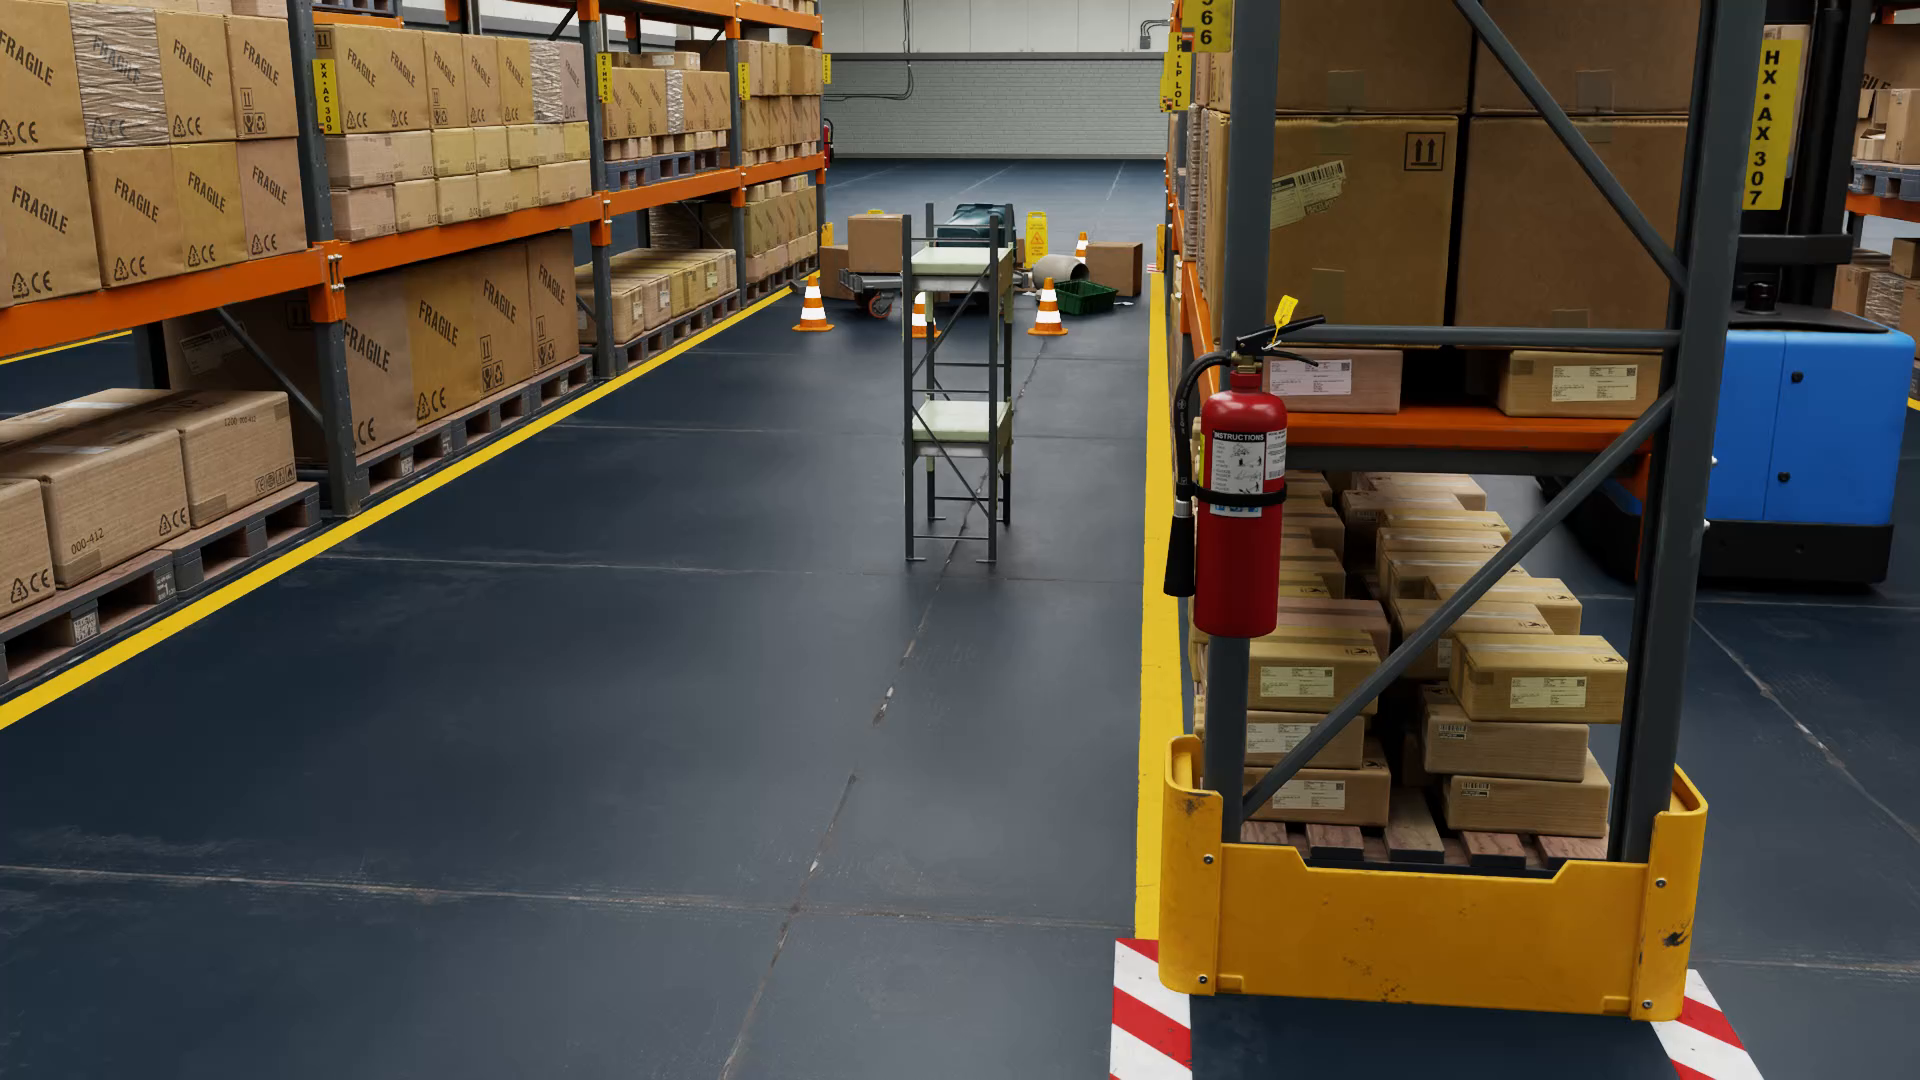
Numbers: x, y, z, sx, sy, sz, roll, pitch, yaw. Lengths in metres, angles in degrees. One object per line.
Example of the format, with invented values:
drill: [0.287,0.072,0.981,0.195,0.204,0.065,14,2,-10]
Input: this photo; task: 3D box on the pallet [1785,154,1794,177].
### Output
pallet: [7.090,-3.070,13.636,1.003,0.211,1.213,2,15,6]

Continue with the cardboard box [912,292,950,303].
cardboard box: [-0.301,-2.477,16.313,0.258,0.266,0.396,-10,18,-32]

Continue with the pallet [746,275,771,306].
pallet: [-2.485,-2.478,16.420,1.003,0.211,1.213,2,15,6]

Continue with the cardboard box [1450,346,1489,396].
cardboard box: [1.400,-0.437,4.012,0.380,0.149,0.250,2,15,8]

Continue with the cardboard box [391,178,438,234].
cardboard box: [-3.060,-1.742,8.644,0.500,0.250,0.500,1,15,5]

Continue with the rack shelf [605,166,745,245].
rack shelf: [-2.752,-2.782,13.584,1.077,0.370,4.000,2,15,6]

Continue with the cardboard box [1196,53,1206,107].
cardboard box: [1.018,-1.621,5.233,0.500,0.500,0.500,1,15,4]

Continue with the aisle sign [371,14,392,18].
aisle sign: [-6.708,-6.094,19.473,0.394,0.787,0.004,2,15,6]

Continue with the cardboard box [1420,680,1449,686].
cardboard box: [1.451,0.416,4.465,0.380,0.149,0.250,2,15,6]

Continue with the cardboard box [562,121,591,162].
cardboard box: [-2.779,-2.647,11.033,0.500,0.250,0.500,2,15,6]

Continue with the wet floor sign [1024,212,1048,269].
wet floor sign: [0.891,-3.496,19.353,0.267,0.644,0.232,-1,15,-3]

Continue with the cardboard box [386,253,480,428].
cardboard box: [-3.344,-1.148,9.428,0.875,0.875,0.875,2,15,8]

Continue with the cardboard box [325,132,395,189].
cardboard box: [-3.099,-1.848,8.080,0.500,0.250,0.500,1,15,5]

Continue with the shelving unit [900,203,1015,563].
shelving unit: [0.001,-0.726,7.473,0.431,1.500,0.755,2,15,6]

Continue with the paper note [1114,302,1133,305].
paper note: [1.580,-2.297,16.097,0.147,0.020,0.142,-10,18,-32]

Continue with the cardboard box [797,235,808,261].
cardboard box: [-1.965,-3.210,18.248,0.500,0.250,0.500,2,15,6]

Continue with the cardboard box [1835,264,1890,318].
cardboard box: [7.032,-1.791,12.484,0.700,0.500,0.500,3,15,11]

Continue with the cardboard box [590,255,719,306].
cardboard box: [-2.660,-2.260,14.503,0.950,0.372,0.625,3,15,10]

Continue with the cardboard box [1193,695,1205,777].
cardboard box: [0.830,0.545,4.558,0.380,0.149,0.250,2,15,8]

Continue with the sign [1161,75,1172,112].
sign: [1.852,-4.001,14.901,0.100,0.325,0.005,2,15,6]

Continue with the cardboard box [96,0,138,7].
cardboard box: [-3.326,-2.067,6.208,0.380,0.149,0.250,2,15,6]

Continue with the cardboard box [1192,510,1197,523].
cardboard box: [1.032,-0.003,6.013,0.380,0.149,0.250,2,15,6]

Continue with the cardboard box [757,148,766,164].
cardboard box: [-2.132,-3.799,16.447,0.380,0.149,0.250,2,15,8]

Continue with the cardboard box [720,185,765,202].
cardboard box: [-2.117,-3.375,16.179,0.380,0.149,0.250,2,15,7]

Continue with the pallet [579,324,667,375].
pallet: [-2.888,-1.467,12.685,1.003,0.211,1.213,2,15,6]

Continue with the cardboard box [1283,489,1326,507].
cardboard box: [1.055,-0.080,5.728,0.380,0.149,0.250,2,15,7]

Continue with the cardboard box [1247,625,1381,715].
cardboard box: [0.858,0.325,4.231,0.380,0.149,0.250,2,15,7]

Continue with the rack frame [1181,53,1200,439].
rack frame: [1.501,-1.454,7.292,1.000,3.000,0.127,2,15,6]

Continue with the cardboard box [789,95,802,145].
cardboard box: [-1.983,-4.469,17.683,0.500,0.500,0.500,2,15,6]

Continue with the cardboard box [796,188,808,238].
cardboard box: [-1.961,-3.572,18.153,0.500,0.500,0.500,2,15,8]

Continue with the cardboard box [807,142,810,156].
cardboard box: [-1.873,-4.326,18.397,0.380,0.149,0.250,1,15,5]

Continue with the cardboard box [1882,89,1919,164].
cardboard box: [6.854,-2.859,11.493,0.700,0.500,0.500,4,16,15]

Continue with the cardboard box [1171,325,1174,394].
cardboard box: [1.566,-1.181,10.267,0.500,0.500,0.500,2,15,7]

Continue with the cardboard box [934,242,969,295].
cardboard box: [0.146,-2.773,16.694,0.797,0.637,0.503,2,15,6]

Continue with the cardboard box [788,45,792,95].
cardboard box: [-2.129,-4.830,17.100,0.700,0.500,0.500,2,15,6]

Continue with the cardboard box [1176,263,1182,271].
cardboard box: [1.577,-1.546,10.181,0.500,0.250,0.500,2,15,6]

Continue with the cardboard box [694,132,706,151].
cardboard box: [-2.376,-3.386,14.115,0.380,0.149,0.250,2,15,7]

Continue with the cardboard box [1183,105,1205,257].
cardboard box: [1.054,-1.267,5.838,0.500,0.500,0.500,1,15,5]

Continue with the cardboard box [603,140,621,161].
cardboard box: [-2.691,-2.844,12.108,0.380,0.149,0.250,1,15,3]

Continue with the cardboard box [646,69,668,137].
cardboard box: [-2.591,-3.389,12.882,0.500,0.500,0.500,2,15,7]

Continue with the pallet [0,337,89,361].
pallet: [-7.778,-1.622,13.258,1.003,0.211,1.213,2,15,6]

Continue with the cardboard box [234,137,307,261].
cardboard box: [-3.227,-1.494,7.249,0.500,0.500,0.500,2,15,7]

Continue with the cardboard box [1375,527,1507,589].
cardboard box: [1.500,0.069,5.178,0.380,0.149,0.250,2,15,8]

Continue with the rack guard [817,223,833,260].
rack guard: [-2.083,-3.459,19.498,1.175,0.500,0.348,2,15,6]

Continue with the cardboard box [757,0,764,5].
cardboard box: [-2.135,-5.315,16.307,0.380,0.149,0.250,1,15,5]

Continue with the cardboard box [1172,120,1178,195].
cardboard box: [1.737,-2.664,11.577,0.500,0.500,0.500,2,15,6]

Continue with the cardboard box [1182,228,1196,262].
cardboard box: [1.144,-1.269,7.089,0.380,0.149,0.250,2,15,8]

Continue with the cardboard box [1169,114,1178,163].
cardboard box: [2.077,-3.449,14.478,0.500,0.500,0.500,2,15,7]

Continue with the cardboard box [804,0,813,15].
cardboard box: [-1.832,-5.846,18.271,0.380,0.149,0.250,2,15,7]

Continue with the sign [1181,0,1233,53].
sign: [0.501,-1.150,3.343,0.100,0.325,0.005,2,15,6]

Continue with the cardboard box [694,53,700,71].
cardboard box: [-2.418,-4.051,14.087,0.380,0.149,0.250,1,15,5]

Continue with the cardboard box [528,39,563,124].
cardboard box: [-2.825,-2.867,10.410,0.500,0.500,0.500,2,15,7]

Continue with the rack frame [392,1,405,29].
rack frame: [-7.007,-4.831,19.782,1.000,3.000,0.127,2,15,6]

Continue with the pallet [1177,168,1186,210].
pallet: [1.978,-2.211,10.459,1.213,0.211,1.003,2,15,6]

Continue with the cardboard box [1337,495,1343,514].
cardboard box: [1.616,-0.064,6.238,0.380,0.149,0.250,2,15,8]

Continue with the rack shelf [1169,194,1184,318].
rack shelf: [1.727,-1.625,9.305,1.077,0.370,4.000,2,15,6]

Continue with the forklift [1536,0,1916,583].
forklift: [3.500,-1.578,7.881,1.130,2.935,3.031,2,15,9]
